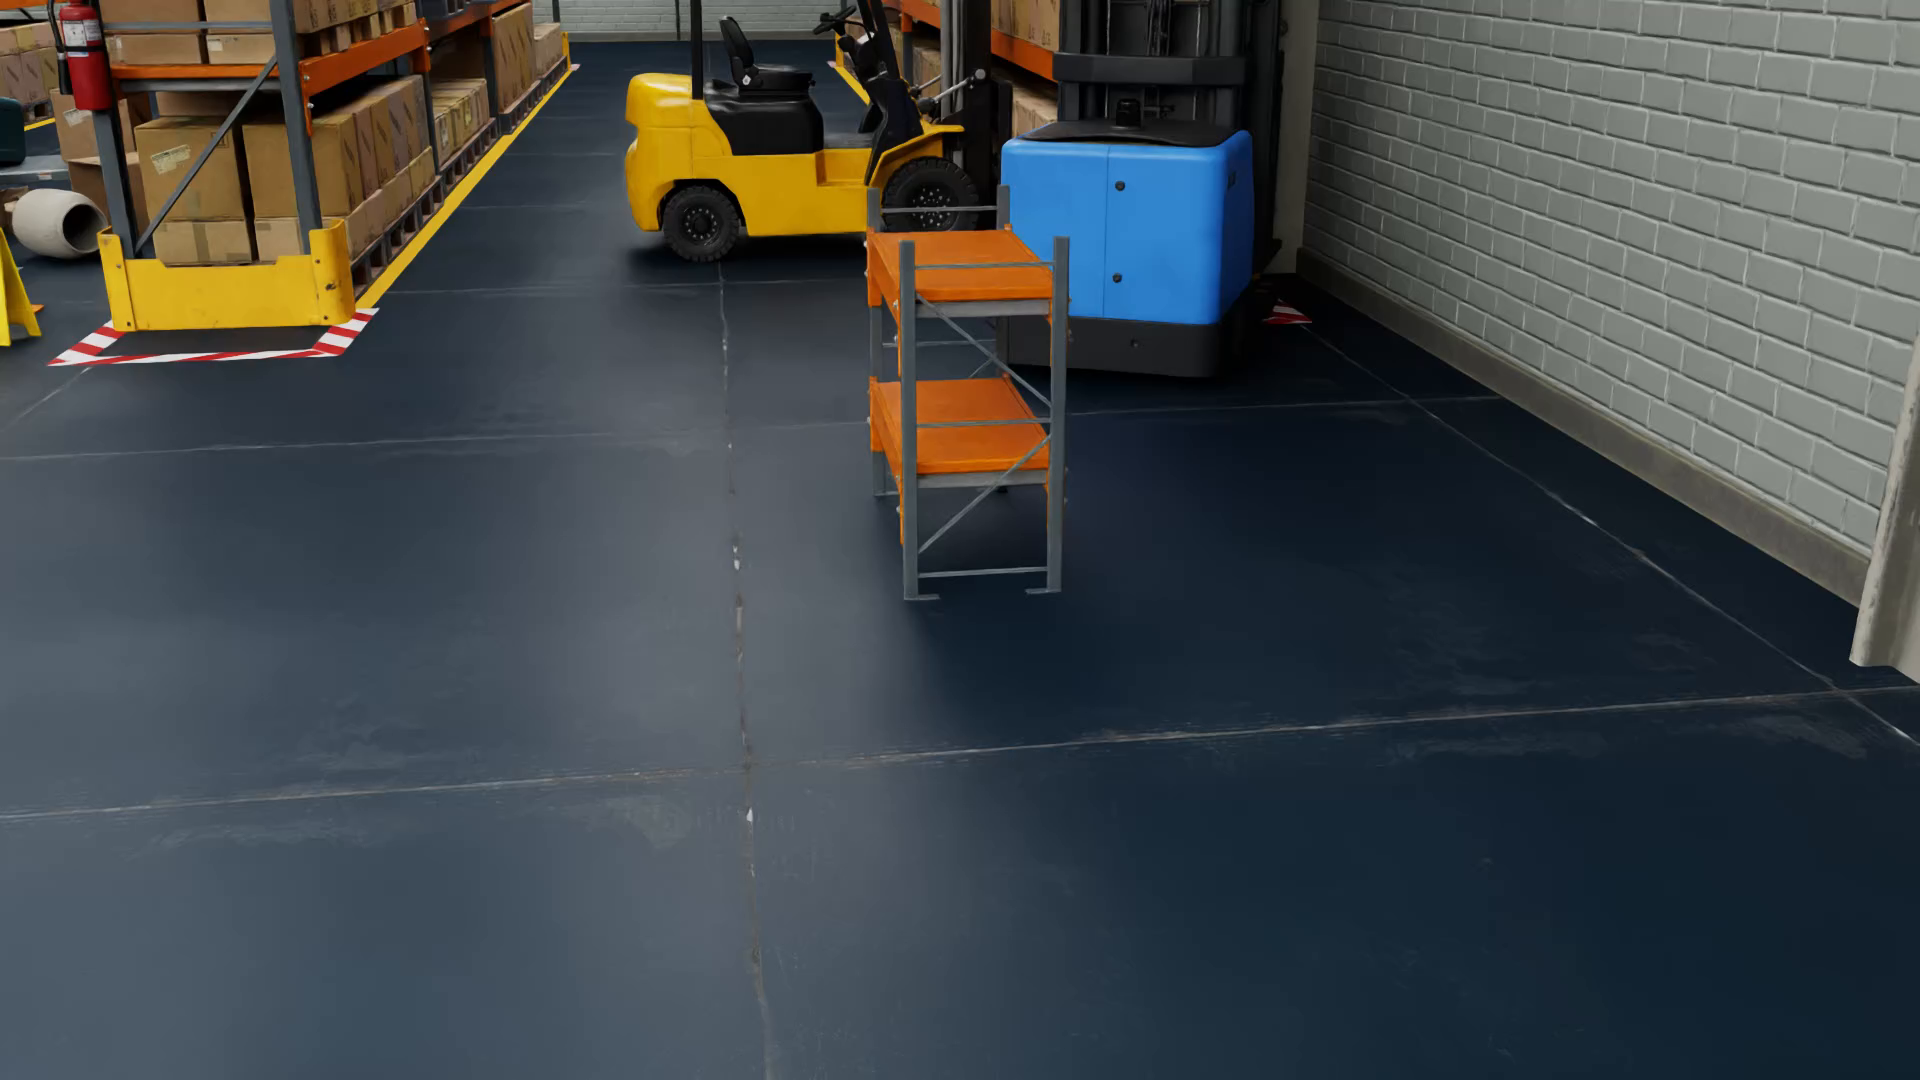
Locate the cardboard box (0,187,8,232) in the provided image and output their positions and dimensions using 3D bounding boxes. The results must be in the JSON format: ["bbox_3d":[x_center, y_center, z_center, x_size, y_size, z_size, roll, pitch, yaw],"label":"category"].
[{"bbox_3d":[-6.726,-2.240,10.800,0.797,0.637,0.503,-3,21,-8],"label":"cardboard box"}]

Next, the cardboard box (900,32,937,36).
[{"bbox_3d":[-0.445,-5.331,17.748,0.380,0.149,0.250,-2,21,-6],"label":"cardboard box"}]

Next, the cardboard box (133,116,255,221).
[{"bbox_3d":[-4.198,-2.066,9.218,0.500,0.500,0.500,-3,21,-7],"label":"cardboard box"}]

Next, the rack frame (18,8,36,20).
[{"bbox_3d":[-10.438,-6.412,18.596,1.000,3.000,0.127,-3,21,-8],"label":"rack frame"}]

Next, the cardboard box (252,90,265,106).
[{"bbox_3d":[-4.387,-2.672,9.914,0.380,0.149,0.250,-2,21,-5],"label":"cardboard box"}]

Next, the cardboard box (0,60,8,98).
[{"bbox_3d":[-9.787,-4.484,16.408,0.500,0.500,0.500,-3,21,-7],"label":"cardboard box"}]

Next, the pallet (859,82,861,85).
[{"bbox_3d":[-0.741,-5.880,21.157,1.003,0.211,1.213,-3,21,-8],"label":"pallet"}]

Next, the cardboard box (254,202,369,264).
[{"bbox_3d":[-3.667,-1.744,9.427,0.500,0.250,0.500,-3,21,-8],"label":"cardboard box"}]

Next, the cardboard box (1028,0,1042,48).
[{"bbox_3d":[0.691,-3.178,9.794,0.500,0.500,0.500,-2,21,-6],"label":"cardboard box"}]

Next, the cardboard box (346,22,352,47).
[{"bbox_3d":[-3.738,-2.913,9.587,0.380,0.149,0.250,-2,21,-6],"label":"cardboard box"}]

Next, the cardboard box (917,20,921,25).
[{"bbox_3d":[-0.304,-6.165,19.981,0.380,0.149,0.250,-4,21,-10],"label":"cardboard box"}]

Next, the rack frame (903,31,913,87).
[{"bbox_3d":[-0.066,-5.563,16.324,1.000,3.000,0.127,-3,21,-8],"label":"rack frame"}]

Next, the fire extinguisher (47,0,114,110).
[{"bbox_3d":[-4.264,-2.443,8.080,0.296,0.674,0.183,-3,21,-8],"label":"fire extinguisher"}]

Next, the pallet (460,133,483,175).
[{"bbox_3d":[-4.694,-3.313,14.285,1.003,0.211,1.213,-3,21,-8],"label":"pallet"}]

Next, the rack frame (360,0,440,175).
[{"bbox_3d":[-4.401,-3.927,11.943,1.000,3.000,0.127,-3,21,-8],"label":"rack frame"}]

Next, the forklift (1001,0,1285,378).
[{"bbox_3d":[1.104,-2.583,8.443,1.130,2.935,3.031,6,21,17],"label":"forklift"}]

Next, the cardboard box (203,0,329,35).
[{"bbox_3d":[-3.618,-2.906,8.641,0.500,0.500,0.500,-3,21,-9],"label":"cardboard box"}]

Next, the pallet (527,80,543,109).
[{"bbox_3d":[-5.368,-5.127,19.141,1.003,0.211,1.213,-3,21,-8],"label":"pallet"}]

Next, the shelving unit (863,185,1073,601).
[{"bbox_3d":[-0.001,-0.529,5.526,0.538,1.125,1.048,-3,21,-8],"label":"shelving unit"}]

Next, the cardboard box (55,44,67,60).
[{"bbox_3d":[-10.082,-5.194,18.308,0.500,0.500,0.500,-3,21,-9],"label":"cardboard box"}]

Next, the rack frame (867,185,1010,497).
[{"bbox_3d":[-0.074,-0.705,5.997,0.500,1.125,0.032,-3,21,-8],"label":"rack frame"}]

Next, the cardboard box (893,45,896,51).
[{"bbox_3d":[-0.480,-5.079,18.001,0.500,0.500,0.500,-2,21,-5],"label":"cardboard box"}]

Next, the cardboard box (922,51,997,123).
[{"bbox_3d":[0.112,-4.205,15.482,0.875,0.625,0.625,-2,21,-6],"label":"cardboard box"}]

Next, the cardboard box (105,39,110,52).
[{"bbox_3d":[-10.349,-5.865,19.756,0.380,0.149,0.250,-3,21,-9],"label":"cardboard box"}]

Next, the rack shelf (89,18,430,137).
[{"bbox_3d":[-4.113,-2.897,10.214,1.077,0.370,4.000,-3,21,-8],"label":"rack shelf"}]

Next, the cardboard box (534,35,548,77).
[{"bbox_3d":[-5.538,-5.916,20.330,0.875,0.438,0.875,-3,21,-9],"label":"cardboard box"}]

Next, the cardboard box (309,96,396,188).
[{"bbox_3d":[-3.815,-2.458,10.268,0.500,0.500,0.500,-3,21,-7],"label":"cardboard box"}]

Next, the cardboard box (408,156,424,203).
[{"bbox_3d":[-3.963,-2.460,11.346,0.500,0.250,0.500,-3,21,-9],"label":"cardboard box"}]

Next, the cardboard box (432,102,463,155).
[{"bbox_3d":[-4.586,-3.323,13.481,0.950,0.372,0.625,-2,21,-4],"label":"cardboard box"}]

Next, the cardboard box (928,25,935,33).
[{"bbox_3d":[-0.168,-5.805,19.017,0.380,0.149,0.250,-2,21,-6],"label":"cardboard box"}]

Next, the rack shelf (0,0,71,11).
[{"bbox_3d":[-10.149,-5.382,16.868,1.077,0.370,4.000,-3,21,-8],"label":"rack shelf"}]

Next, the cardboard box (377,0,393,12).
[{"bbox_3d":[-3.930,-3.614,10.538,0.500,0.500,0.500,-2,21,-6],"label":"cardboard box"}]

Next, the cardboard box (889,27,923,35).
[{"bbox_3d":[-0.604,-5.691,18.712,0.380,0.149,0.250,-2,21,-6],"label":"cardboard box"}]

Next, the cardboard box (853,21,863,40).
[{"bbox_3d":[-1.163,-6.656,22.223,0.500,0.500,0.500,-3,21,-7],"label":"cardboard box"}]

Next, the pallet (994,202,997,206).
[{"bbox_3d":[0.763,-2.171,11.228,1.003,0.211,1.213,-3,21,-8],"label":"pallet"}]

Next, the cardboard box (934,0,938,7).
[{"bbox_3d":[0.060,-4.617,14.004,0.500,0.250,0.500,-3,21,-7],"label":"cardboard box"}]

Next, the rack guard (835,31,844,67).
[{"bbox_3d":[-1.208,-7.136,24.107,1.175,0.500,0.348,-3,21,-8],"label":"rack guard"}]

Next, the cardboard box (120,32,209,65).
[{"bbox_3d":[-4.090,-2.543,8.596,0.380,0.149,0.250,-2,21,-6],"label":"cardboard box"}]

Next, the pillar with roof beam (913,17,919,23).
[{"bbox_3d":[-4.976,-11.905,24.731,9.100,9.000,0.400,-3,21,-8],"label":"pillar with roof beam"}]

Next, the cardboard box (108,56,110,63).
[{"bbox_3d":[-10.369,-5.720,19.792,0.380,0.149,0.250,-3,21,-8],"label":"cardboard box"}]

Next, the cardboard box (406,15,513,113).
[{"bbox_3d":[-4.995,-4.756,16.600,0.875,0.875,0.875,-3,21,-8],"label":"cardboard box"}]

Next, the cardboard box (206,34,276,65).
[{"bbox_3d":[-3.668,-2.552,8.621,0.380,0.149,0.250,-3,21,-8],"label":"cardboard box"}]

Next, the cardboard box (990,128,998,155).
[{"bbox_3d":[0.482,-2.614,11.044,0.500,0.250,0.500,-3,21,-8],"label":"cardboard box"}]

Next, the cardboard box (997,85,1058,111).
[{"bbox_3d":[0.484,-2.841,10.935,0.500,0.250,0.500,-3,21,-9],"label":"cardboard box"}]

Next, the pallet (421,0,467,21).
[{"bbox_3d":[-4.367,-4.109,12.704,1.003,0.211,1.213,-3,21,-8],"label":"pallet"}]

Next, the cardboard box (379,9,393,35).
[{"bbox_3d":[-3.903,-3.361,10.788,0.380,0.149,0.250,-3,21,-9],"label":"cardboard box"}]

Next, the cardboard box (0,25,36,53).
[{"bbox_3d":[-9.929,-5.183,17.206,0.500,0.250,0.500,-4,21,-10],"label":"cardboard box"}]
